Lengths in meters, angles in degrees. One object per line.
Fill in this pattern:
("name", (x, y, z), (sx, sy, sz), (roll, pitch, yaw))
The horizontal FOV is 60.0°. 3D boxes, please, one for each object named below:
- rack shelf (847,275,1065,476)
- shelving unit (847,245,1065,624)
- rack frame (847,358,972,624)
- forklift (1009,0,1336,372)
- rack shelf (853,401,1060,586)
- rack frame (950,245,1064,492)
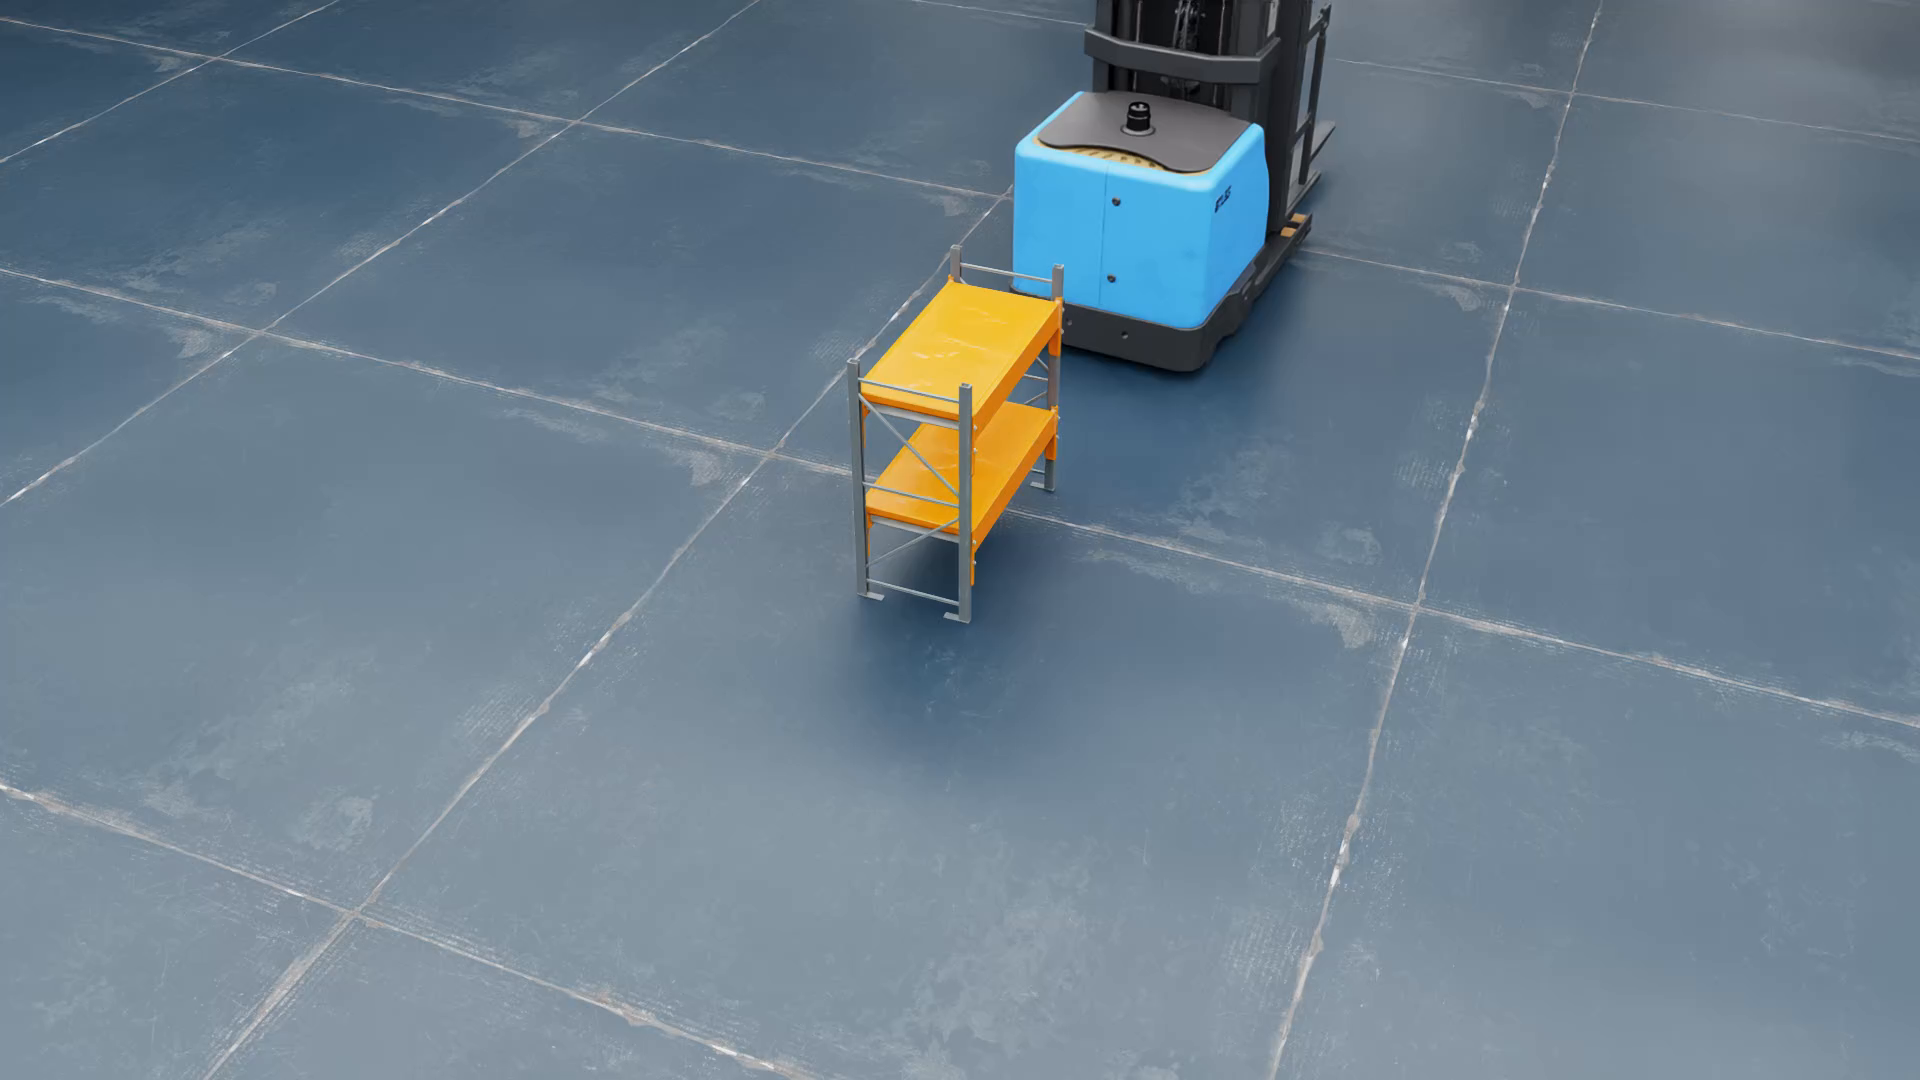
("rack shelf", (0.003, -0.689, 6.743), (0.538, 0.278, 1.000), (14, 39, 18))
("shelving unit", (0.003, -0.454, 6.918), (0.538, 1.125, 1.048), (14, 39, 18))
("rack frame", (-0.191, -0.173, 6.542), (0.500, 1.125, 0.032), (14, 39, 18))
("forklift", (1.362, -2.878, 8.653), (1.130, 2.935, 3.031), (17, 40, 21))
("rack shelf", (0.003, -0.258, 7.065), (0.538, 0.278, 1.000), (14, 39, 18))
("rack frame", (0.196, -0.736, 7.295), (0.500, 1.125, 0.032), (14, 39, 18))
